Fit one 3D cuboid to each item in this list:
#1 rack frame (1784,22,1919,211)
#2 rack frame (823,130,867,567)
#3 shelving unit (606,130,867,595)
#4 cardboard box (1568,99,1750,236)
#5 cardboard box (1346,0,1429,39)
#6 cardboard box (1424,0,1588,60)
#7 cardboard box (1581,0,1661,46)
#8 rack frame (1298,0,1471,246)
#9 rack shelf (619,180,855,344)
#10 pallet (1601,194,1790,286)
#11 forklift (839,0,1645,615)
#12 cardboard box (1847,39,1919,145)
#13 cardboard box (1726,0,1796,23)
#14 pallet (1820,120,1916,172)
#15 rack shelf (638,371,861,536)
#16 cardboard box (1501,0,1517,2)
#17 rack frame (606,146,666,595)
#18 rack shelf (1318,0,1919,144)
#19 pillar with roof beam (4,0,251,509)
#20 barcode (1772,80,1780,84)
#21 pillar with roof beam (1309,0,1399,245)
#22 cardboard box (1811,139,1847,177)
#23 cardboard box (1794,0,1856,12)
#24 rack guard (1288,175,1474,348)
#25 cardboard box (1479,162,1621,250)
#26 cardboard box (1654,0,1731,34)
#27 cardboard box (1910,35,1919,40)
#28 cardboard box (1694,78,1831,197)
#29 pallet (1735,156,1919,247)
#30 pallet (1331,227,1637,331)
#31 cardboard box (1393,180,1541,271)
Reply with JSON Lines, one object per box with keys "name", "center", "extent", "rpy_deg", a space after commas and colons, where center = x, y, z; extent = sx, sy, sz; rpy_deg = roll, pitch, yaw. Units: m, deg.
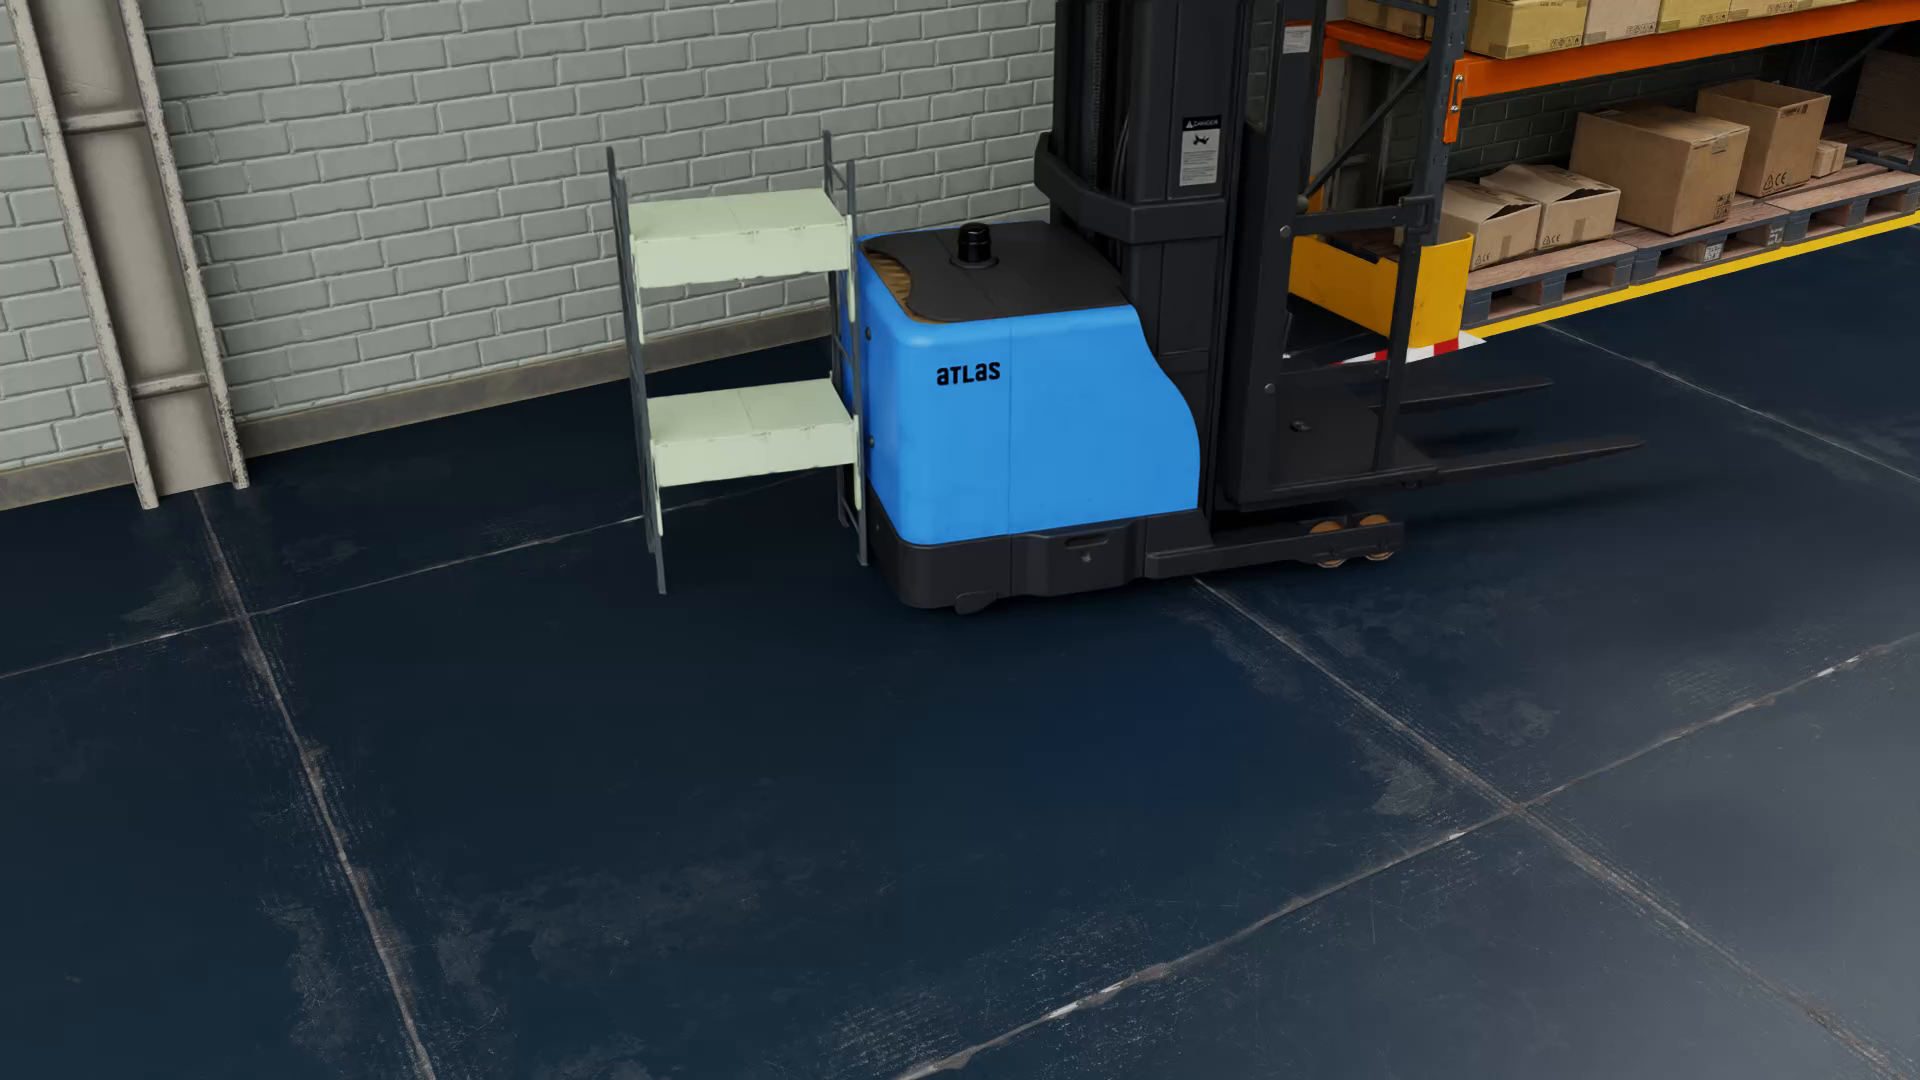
{"name": "rack frame", "center": [5.376, -3.459, 9.414], "extent": [0.127, 3.000, 1.000], "rpy_deg": [-16, 33, -26]}
{"name": "rack frame", "center": [-0.404, -0.653, 5.880], "extent": [0.023, 1.500, 0.400], "rpy_deg": [-8, 30, -14]}
{"name": "shelving unit", "center": [-0.756, -0.604, 5.792], "extent": [0.755, 1.500, 0.431], "rpy_deg": [-8, 30, -14]}
{"name": "cardboard box", "center": [3.719, -2.009, 8.917], "extent": [0.500, 0.500, 0.700], "rpy_deg": [-18, 34, -29]}
{"name": "cardboard box", "center": [2.232, -2.619, 8.025], "extent": [0.500, 0.250, 0.500], "rpy_deg": [-15, 32, -26]}
{"name": "cardboard box", "center": [2.509, -2.411, 7.648], "extent": [0.500, 0.250, 0.500], "rpy_deg": [-17, 33, -28]}
{"name": "cardboard box", "center": [2.950, -2.544, 7.889], "extent": [0.500, 0.250, 0.500], "rpy_deg": [-17, 33, -28]}
{"name": "rack frame", "center": [1.928, -2.480, 7.640], "extent": [0.127, 3.000, 1.000], "rpy_deg": [-16, 33, -26]}
{"name": "rack shelf", "center": [-0.756, -0.945, 5.603], "extent": [0.720, 0.370, 0.431], "rpy_deg": [-8, 30, -14]}
{"name": "pallet", "center": [3.762, -1.759, 9.219], "extent": [1.213, 0.211, 1.003], "rpy_deg": [-16, 33, -26]}
{"name": "forklift", "center": [1.122, -1.418, 5.786], "extent": [3.031, 2.935, 1.130], "rpy_deg": [-8, 30, -14]}
{"name": "cardboard box", "center": [6.003, -2.745, 10.251], "extent": [0.500, 0.500, 0.700], "rpy_deg": [-15, 32, -25]}
{"name": "cardboard box", "center": [3.829, -2.789, 8.333], "extent": [0.500, 0.250, 0.500], "rpy_deg": [-16, 32, -26]}
{"name": "pallet", "center": [6.047, -2.430, 10.434], "extent": [1.213, 0.211, 1.003], "rpy_deg": [-16, 33, -26]}
{"name": "rack shelf", "center": [-0.756, -0.318, 5.949], "extent": [0.720, 0.370, 0.431], "rpy_deg": [-8, 30, -14]}
{"name": "cardboard box", "center": [2.492, -2.743, 7.475], "extent": [0.500, 0.500, 0.500], "rpy_deg": [-16, 33, -26]}
{"name": "rack frame", "center": [-1.108, -0.555, 5.703], "extent": [0.023, 1.500, 0.400], "rpy_deg": [-8, 30, -14]}
{"name": "rack shelf", "center": [3.652, -2.655, 8.701], "extent": [4.000, 0.370, 1.077], "rpy_deg": [-16, 33, -26]}
{"name": "pillar with roof beam", "center": [-0.899, -2.376, 1.243], "extent": [0.400, 9.000, 9.100], "rpy_deg": [-16, 33, -26]}
{"name": "barcode", "center": [4.789, -2.666, 9.776], "extent": [0.075, 0.075, 0.001], "rpy_deg": [-16, 33, -26]}
{"name": "pillar with roof beam", "center": [4.274, -3.845, 3.904], "extent": [0.400, 9.000, 9.100], "rpy_deg": [-16, 33, -26]}
{"name": "cardboard box", "center": [4.930, -2.268, 9.732], "extent": [0.250, 0.166, 0.380], "rpy_deg": [-21, 35, -33]}
{"name": "cardboard box", "center": [4.262, -2.912, 8.557], "extent": [0.500, 0.250, 0.500], "rpy_deg": [-16, 33, -27]}
{"name": "rack guard", "center": [1.993, -1.404, 8.278], "extent": [0.348, 0.500, 1.175], "rpy_deg": [-16, 33, -26]}
{"name": "cardboard box", "center": [3.061, -1.767, 8.675], "extent": [0.500, 0.311, 0.500], "rpy_deg": [-13, 31, -22]}
{"name": "cardboard box", "center": [3.392, -2.666, 8.111], "extent": [0.500, 0.250, 0.500], "rpy_deg": [-16, 33, -27]}
{"name": "cardboard box", "center": [6.423, -2.892, 10.518], "extent": [0.500, 0.500, 0.700], "rpy_deg": [-17, 33, -27]}
{"name": "cardboard box", "center": [4.502, -2.287, 9.421], "extent": [0.500, 0.500, 0.500], "rpy_deg": [-19, 34, -30]}
{"name": "pallet", "center": [4.815, -2.059, 9.763], "extent": [1.213, 0.211, 1.003], "rpy_deg": [-16, 33, -26]}
{"name": "pallet", "center": [2.712, -1.462, 8.681], "extent": [1.213, 0.211, 1.003], "rpy_deg": [-16, 33, -26]}
{"name": "cardboard box", "center": [2.570, -1.628, 8.422], "extent": [0.500, 0.311, 0.500], "rpy_deg": [-20, 35, -32]}
